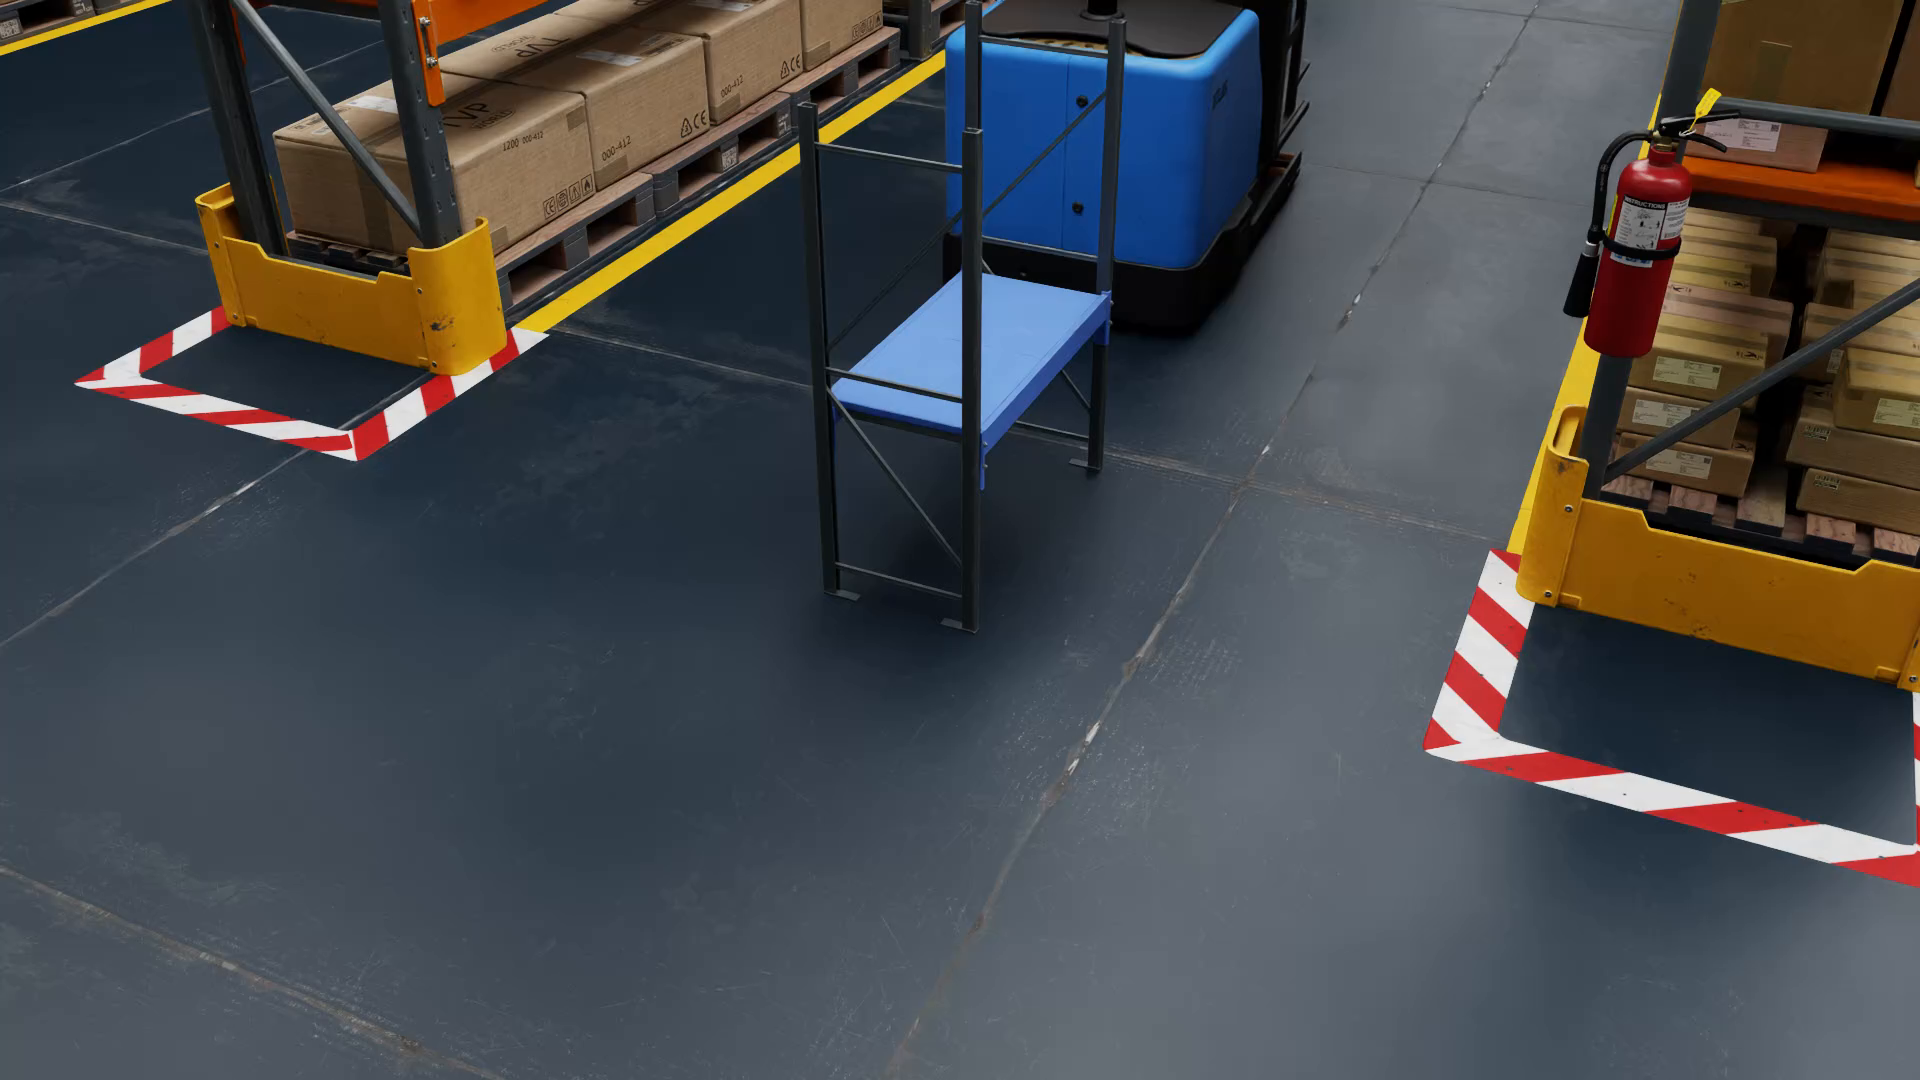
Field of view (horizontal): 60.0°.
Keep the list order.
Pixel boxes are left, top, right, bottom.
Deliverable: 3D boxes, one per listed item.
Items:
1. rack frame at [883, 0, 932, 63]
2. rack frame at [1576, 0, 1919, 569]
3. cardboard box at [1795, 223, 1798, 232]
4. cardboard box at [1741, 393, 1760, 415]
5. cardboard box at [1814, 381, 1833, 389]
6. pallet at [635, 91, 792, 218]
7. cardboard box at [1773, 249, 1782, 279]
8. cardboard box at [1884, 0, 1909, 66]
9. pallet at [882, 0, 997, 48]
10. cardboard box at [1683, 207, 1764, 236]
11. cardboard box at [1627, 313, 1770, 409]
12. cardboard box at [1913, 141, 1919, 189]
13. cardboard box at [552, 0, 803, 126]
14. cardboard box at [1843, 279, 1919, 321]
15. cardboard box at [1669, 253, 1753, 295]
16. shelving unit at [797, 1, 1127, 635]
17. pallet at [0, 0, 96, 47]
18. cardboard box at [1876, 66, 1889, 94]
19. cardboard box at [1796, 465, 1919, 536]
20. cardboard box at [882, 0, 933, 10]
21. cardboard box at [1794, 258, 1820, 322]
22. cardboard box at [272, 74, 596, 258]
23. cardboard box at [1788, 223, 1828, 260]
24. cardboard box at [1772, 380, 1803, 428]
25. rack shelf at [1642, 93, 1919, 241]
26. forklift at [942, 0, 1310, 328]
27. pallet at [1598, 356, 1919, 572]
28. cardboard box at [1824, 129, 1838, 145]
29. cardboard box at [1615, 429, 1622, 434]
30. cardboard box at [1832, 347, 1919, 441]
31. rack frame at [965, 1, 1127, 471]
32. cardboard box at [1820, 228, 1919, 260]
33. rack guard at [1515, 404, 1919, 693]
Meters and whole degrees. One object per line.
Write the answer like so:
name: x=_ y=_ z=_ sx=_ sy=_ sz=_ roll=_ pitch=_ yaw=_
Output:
rack frame: x=-0.637 y=-4.074 z=8.727 sx=1.000 sy=3.000 sz=0.127 roll=14 pitch=36 yaw=20
rack frame: x=2.227 y=-0.996 z=4.034 sx=1.000 sy=3.000 sz=0.127 roll=14 pitch=36 yaw=20
cardboard box: x=3.589 y=-1.339 z=6.773 sx=0.380 sy=0.149 sz=0.250 roll=13 pitch=36 yaw=19
cardboard box: x=2.347 y=-0.550 z=5.300 sx=0.380 sy=0.149 sz=0.250 roll=13 pitch=36 yaw=19
cardboard box: x=2.846 y=-0.430 z=5.116 sx=0.380 sy=0.149 sz=0.250 roll=14 pitch=36 yaw=20
pallet: x=-1.536 y=-1.937 z=8.012 sx=1.003 sy=0.211 sz=1.213 roll=14 pitch=36 yaw=20
cardboard box: x=2.910 y=-1.061 z=6.349 sx=0.380 sy=0.149 sz=0.250 roll=15 pitch=36 yaw=22
cardboard box: x=2.867 y=-1.595 z=4.585 sx=0.500 sy=0.500 sz=0.500 roll=14 pitch=36 yaw=21
pallet: x=-0.383 y=-3.309 z=10.105 sx=1.003 sy=0.211 sz=1.213 roll=14 pitch=36 yaw=20
cardboard box: x=2.597 y=-1.082 z=5.838 sx=0.380 sy=0.149 sz=0.250 roll=16 pitch=36 yaw=22
cardboard box: x=2.219 y=-0.550 z=5.028 sx=0.380 sy=0.149 sz=0.250 roll=15 pitch=36 yaw=21
cardboard box: x=2.661 y=-0.978 z=4.234 sx=0.380 sy=0.149 sz=0.250 roll=14 pitch=36 yaw=20
cardboard box: x=-1.372 y=-2.444 z=8.195 sx=0.875 sy=0.438 sz=0.875 roll=13 pitch=35 yaw=19
cardboard box: x=2.983 y=-0.673 z=5.215 sx=0.380 sy=0.149 sz=0.250 roll=14 pitch=36 yaw=20
cardboard box: x=2.369 y=-0.821 z=5.440 sx=0.380 sy=0.149 sz=0.250 roll=13 pitch=36 yaw=19
shelving unit: x=0.036 y=-0.670 z=4.904 sx=0.538 sy=1.500 sz=1.048 roll=14 pitch=36 yaw=20
pallet: x=-5.945 y=-3.093 z=9.775 sx=1.003 sy=0.211 sz=1.213 roll=14 pitch=36 yaw=20
cardboard box: x=2.875 y=-1.396 z=4.873 sx=0.380 sy=0.149 sz=0.250 roll=16 pitch=36 yaw=23
cardboard box: x=2.737 y=-0.167 z=4.987 sx=0.380 sy=0.149 sz=0.250 roll=15 pitch=36 yaw=21
cardboard box: x=-0.451 y=-3.688 z=9.694 sx=0.875 sy=0.875 sz=0.875 roll=15 pitch=36 yaw=22
cardboard box: x=3.098 y=-0.829 z=5.724 sx=0.380 sy=0.149 sz=0.250 roll=12 pitch=35 yaw=18
cardboard box: x=-2.126 y=-1.538 z=6.813 sx=0.875 sy=0.438 sz=0.875 roll=13 pitch=35 yaw=19
cardboard box: x=3.296 y=-1.106 z=6.146 sx=0.380 sy=0.149 sz=0.250 roll=16 pitch=36 yaw=23
cardboard box: x=2.870 y=-0.442 z=5.405 sx=0.380 sy=0.149 sz=0.250 roll=15 pitch=36 yaw=21
rack shelf: x=3.064 y=-1.692 z=5.750 sx=1.077 sy=0.370 sz=4.000 roll=14 pitch=36 yaw=20
forklift: x=0.944 y=-2.836 z=6.903 sx=1.130 sy=2.935 sz=3.031 roll=12 pitch=35 yaw=18
pallet: x=2.631 y=-0.265 z=5.461 sx=1.003 sy=0.211 sz=1.213 roll=14 pitch=36 yaw=20
cardboard box: x=2.245 y=-1.234 z=4.625 sx=0.380 sy=0.149 sz=0.250 roll=14 pitch=36 yaw=20
cardboard box: x=2.274 y=-0.441 z=5.404 sx=0.380 sy=0.149 sz=0.250 roll=15 pitch=36 yaw=22
cardboard box: x=2.755 y=-0.412 z=4.817 sx=0.380 sy=0.149 sz=0.250 roll=13 pitch=35 yaw=18
rack frame: x=0.248 y=-0.923 z=5.290 sx=0.500 sy=1.500 sz=0.032 roll=14 pitch=36 yaw=20
cardboard box: x=3.136 y=-0.951 z=5.639 sx=0.380 sy=0.149 sz=0.250 roll=16 pitch=36 yaw=22
rack guard: x=2.259 y=0.011 z=4.777 sx=1.175 sy=0.500 sz=0.348 roll=14 pitch=36 yaw=20
